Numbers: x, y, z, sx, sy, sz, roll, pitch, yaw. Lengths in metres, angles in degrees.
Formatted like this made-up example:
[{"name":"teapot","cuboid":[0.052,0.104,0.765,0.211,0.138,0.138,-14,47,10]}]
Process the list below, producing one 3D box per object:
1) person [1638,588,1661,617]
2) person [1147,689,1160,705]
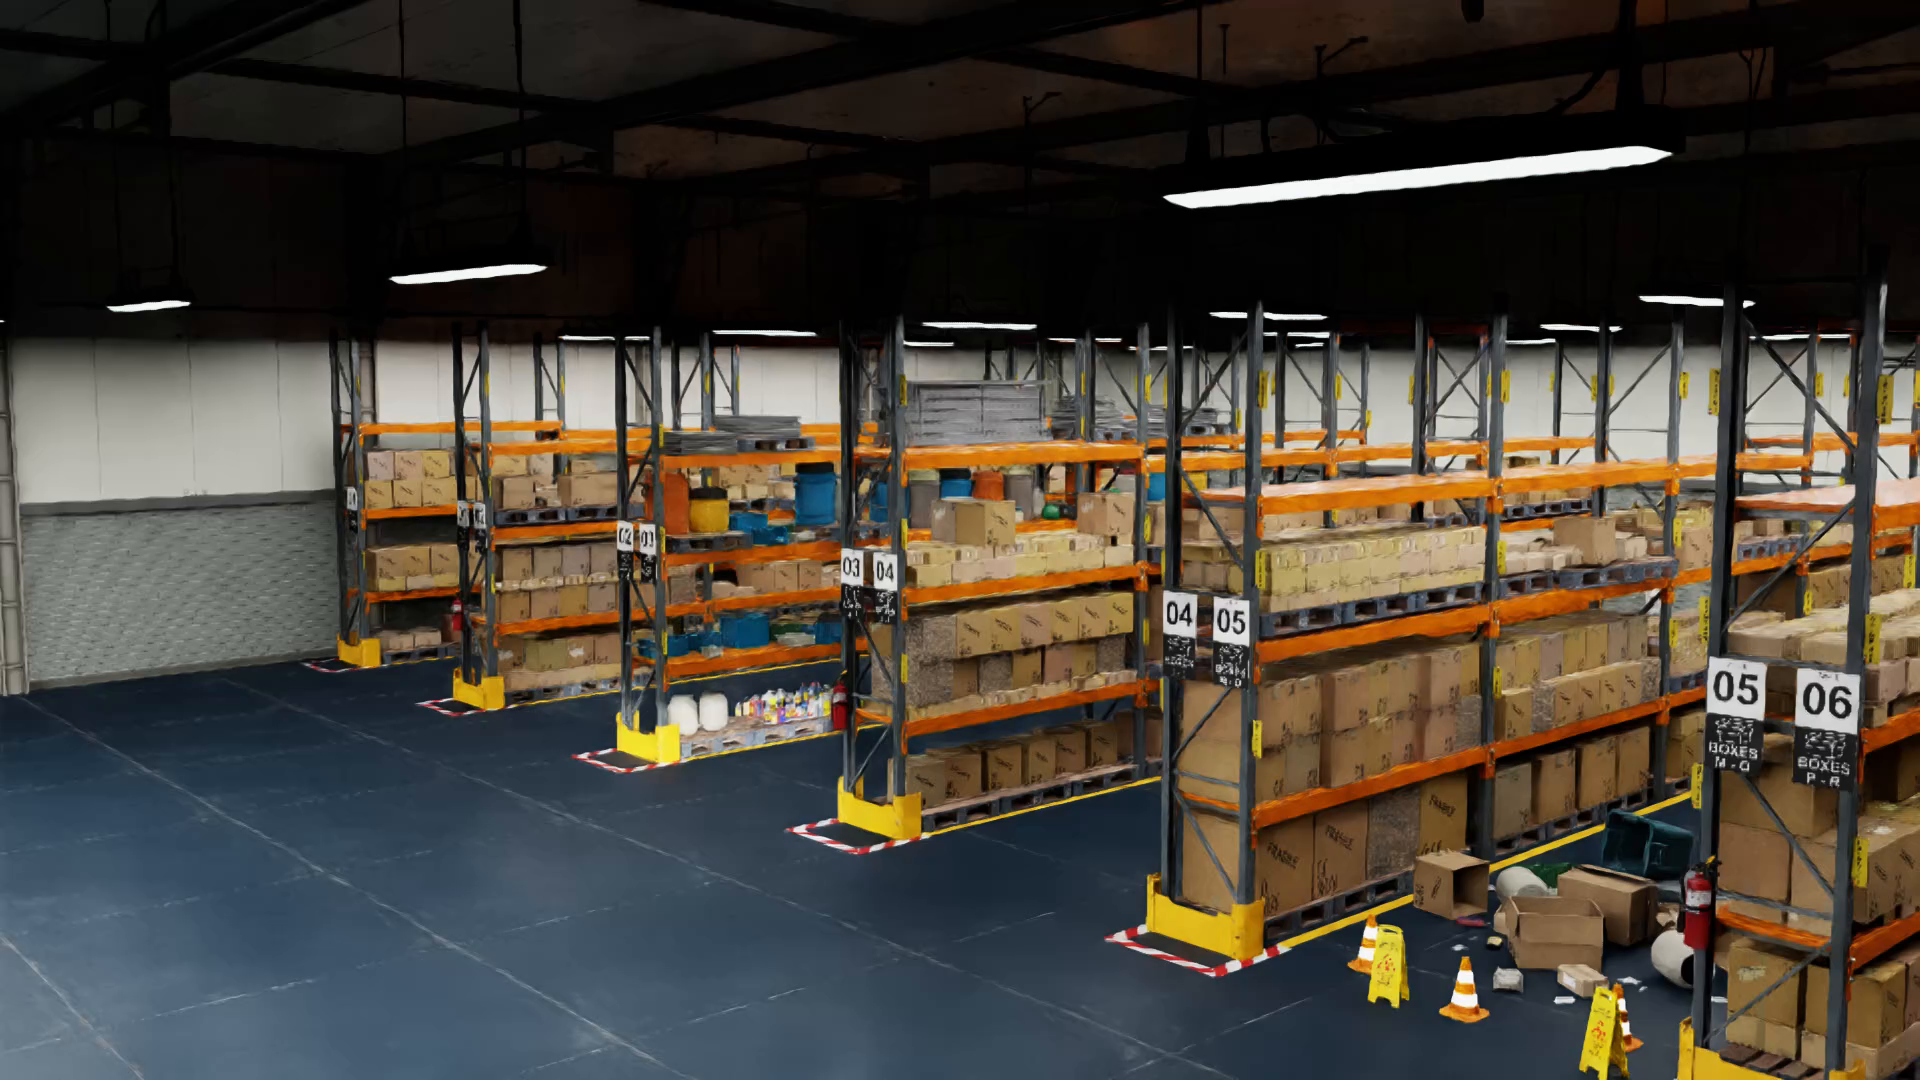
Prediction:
[{"name":"person","cuboid":[12.670,1.309,30.260,0.707,1.763,0.583,2,6,20]},{"name":"person","cuboid":[2.925,1.903,24.647,0.531,1.676,0.682,-5,8,-44]}]
